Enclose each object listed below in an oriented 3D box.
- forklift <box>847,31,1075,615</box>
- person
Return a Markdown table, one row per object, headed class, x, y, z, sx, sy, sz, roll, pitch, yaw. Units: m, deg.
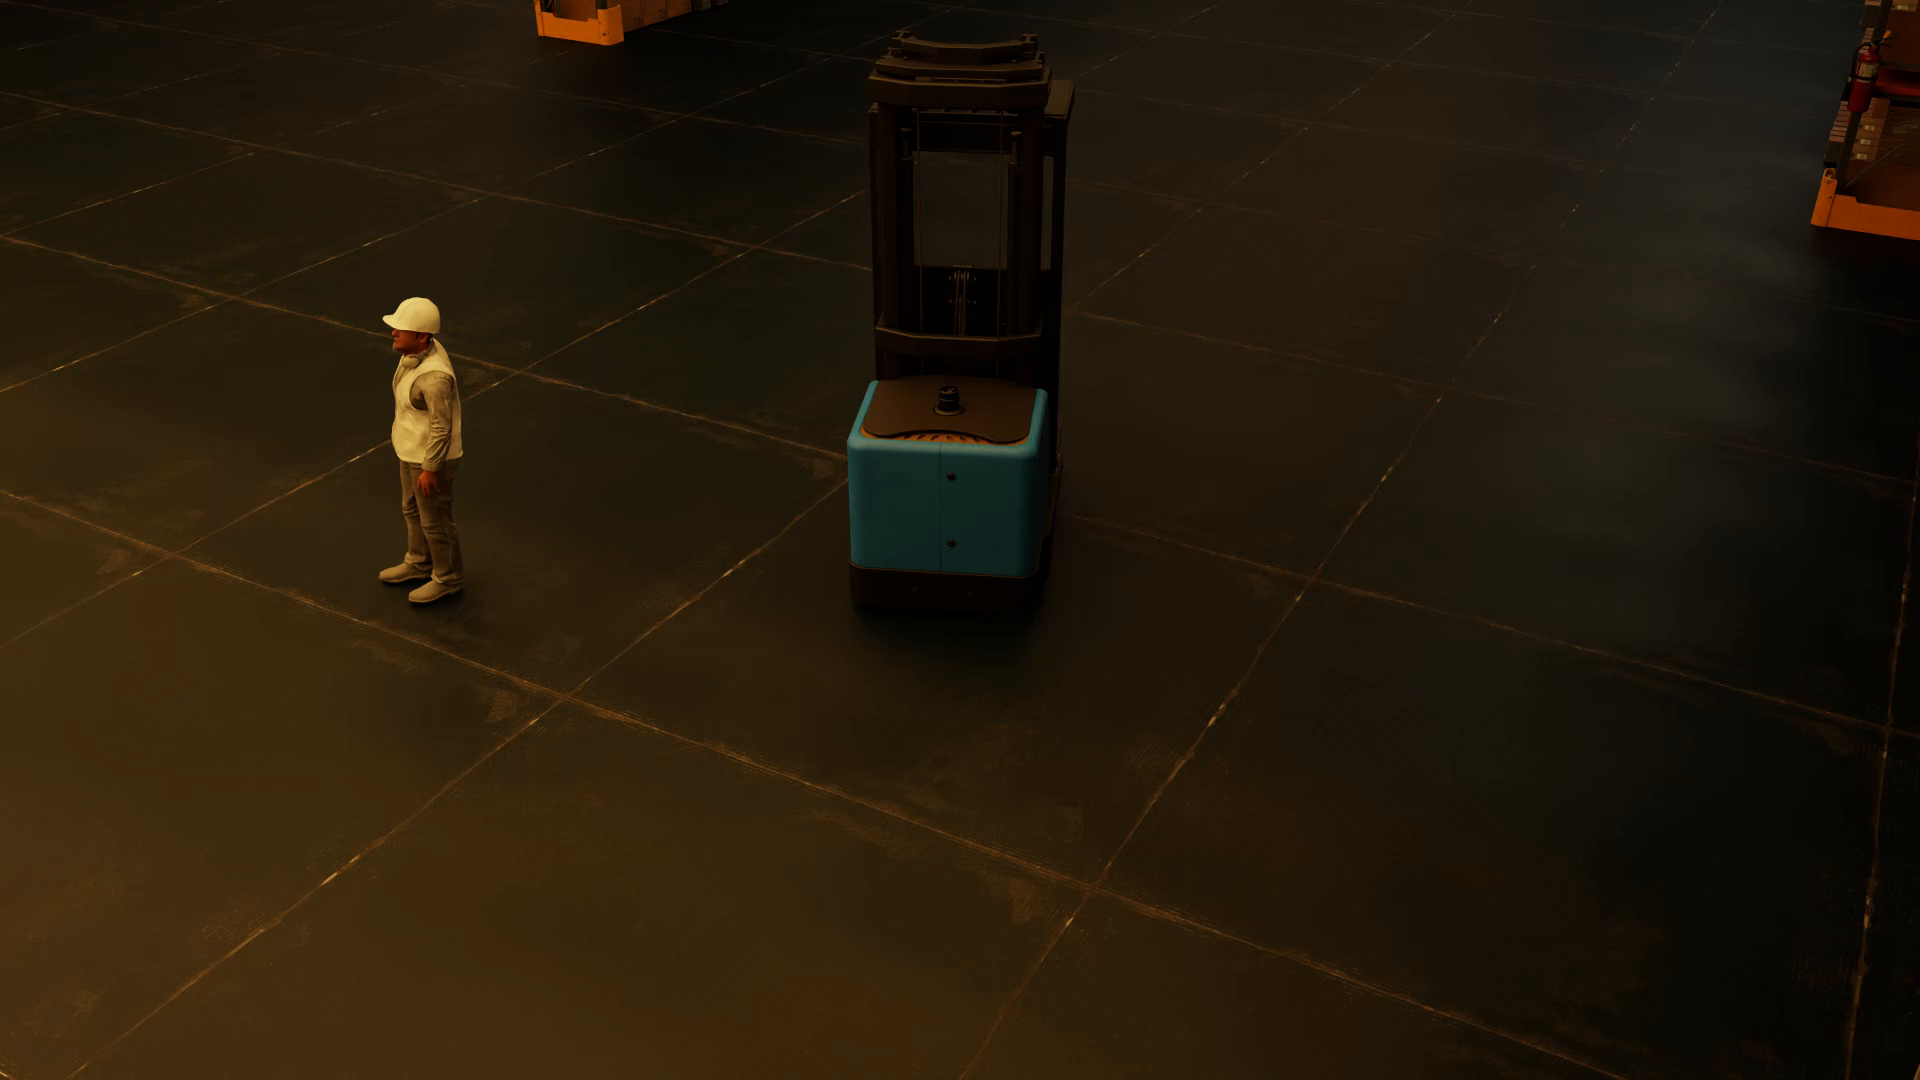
| class | x | y | z | sx | sy | sz | roll | pitch | yaw |
| --- | --- | --- | --- | --- | --- | --- | --- | --- | --- |
| forklift | 0.072 | -1.572 | 9.794 | 1.130 | 2.935 | 3.031 | 3 | 30 | 6 |
| person | -2.969 | -0.475 | 9.036 | 0.569 | 1.773 | 0.632 | -14 | 33 | -22 |
